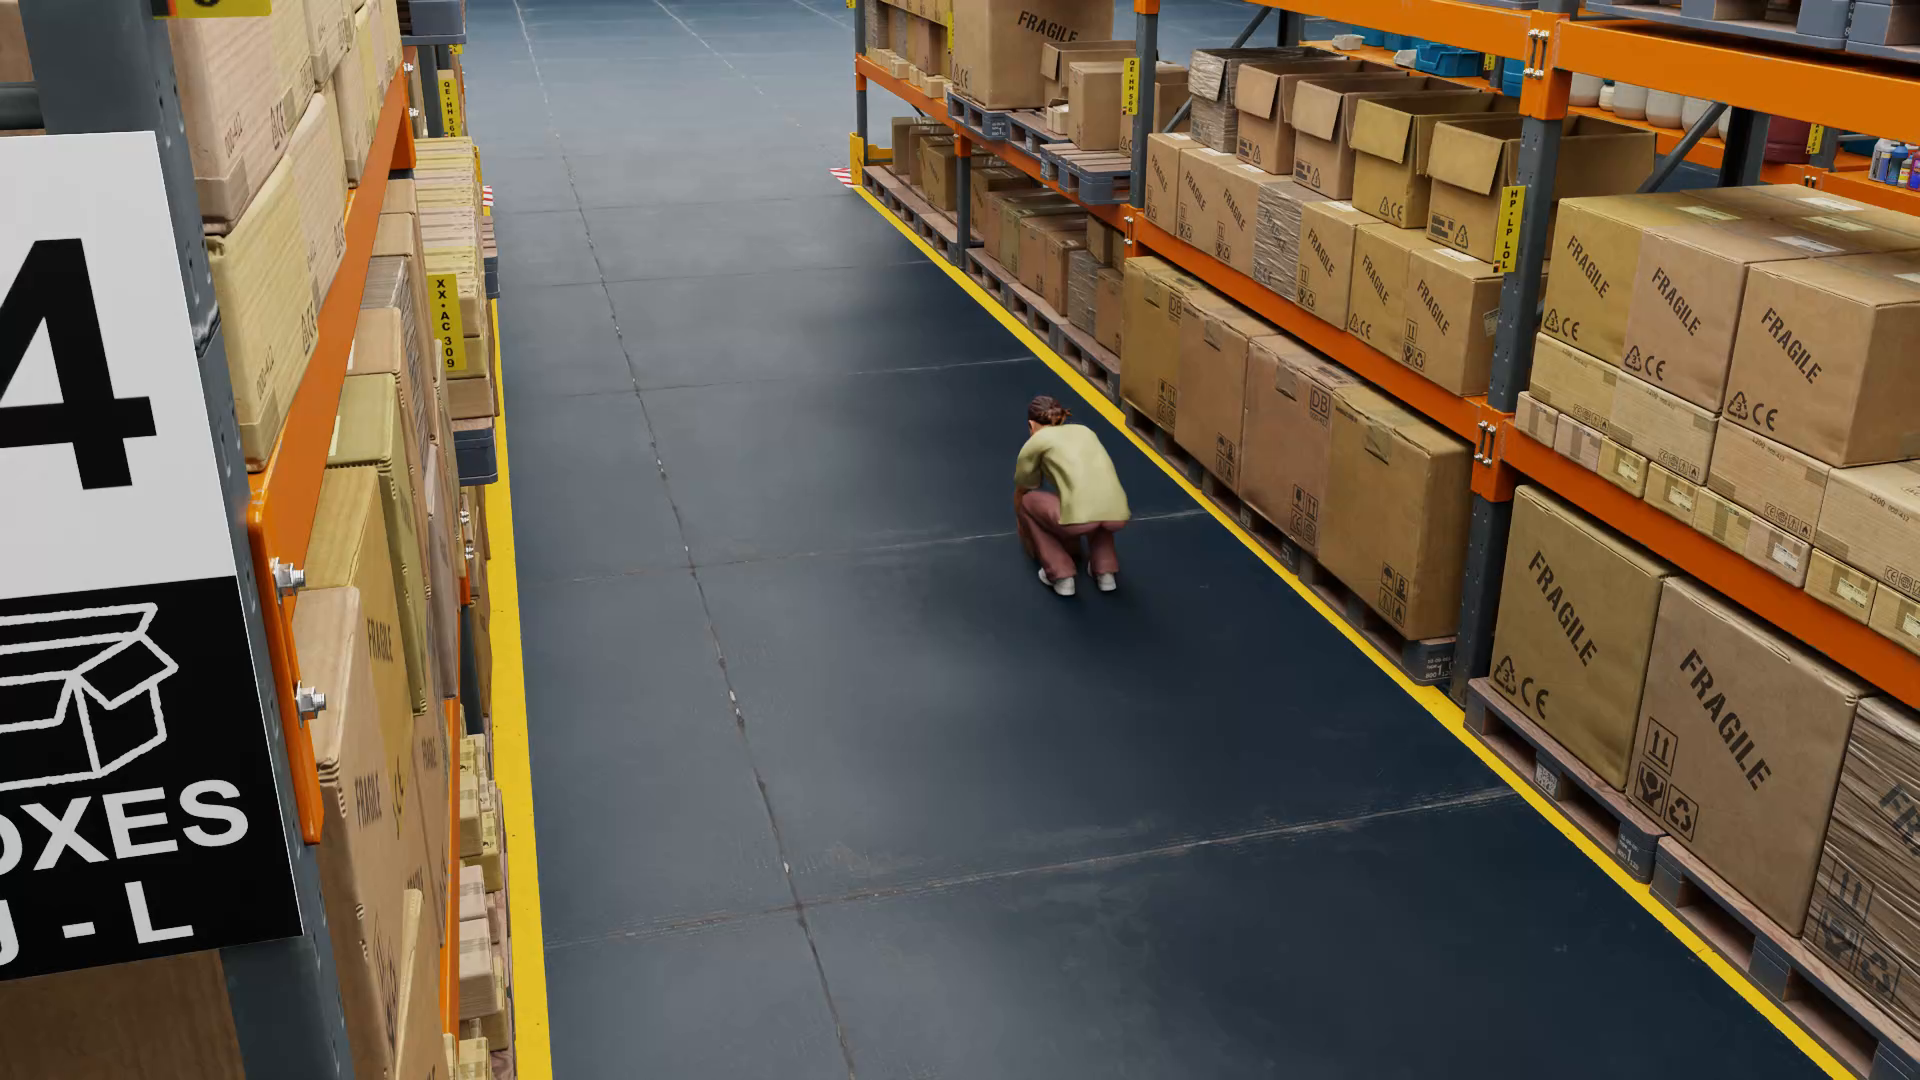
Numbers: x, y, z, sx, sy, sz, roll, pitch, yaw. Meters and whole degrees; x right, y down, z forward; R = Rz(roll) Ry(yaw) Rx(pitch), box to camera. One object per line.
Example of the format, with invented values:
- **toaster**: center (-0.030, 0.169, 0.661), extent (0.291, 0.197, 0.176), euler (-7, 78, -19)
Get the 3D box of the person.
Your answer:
- **person**: center (0.539, -0.218, 8.180), extent (0.487, 0.844, 0.802), euler (-6, 24, -14)
